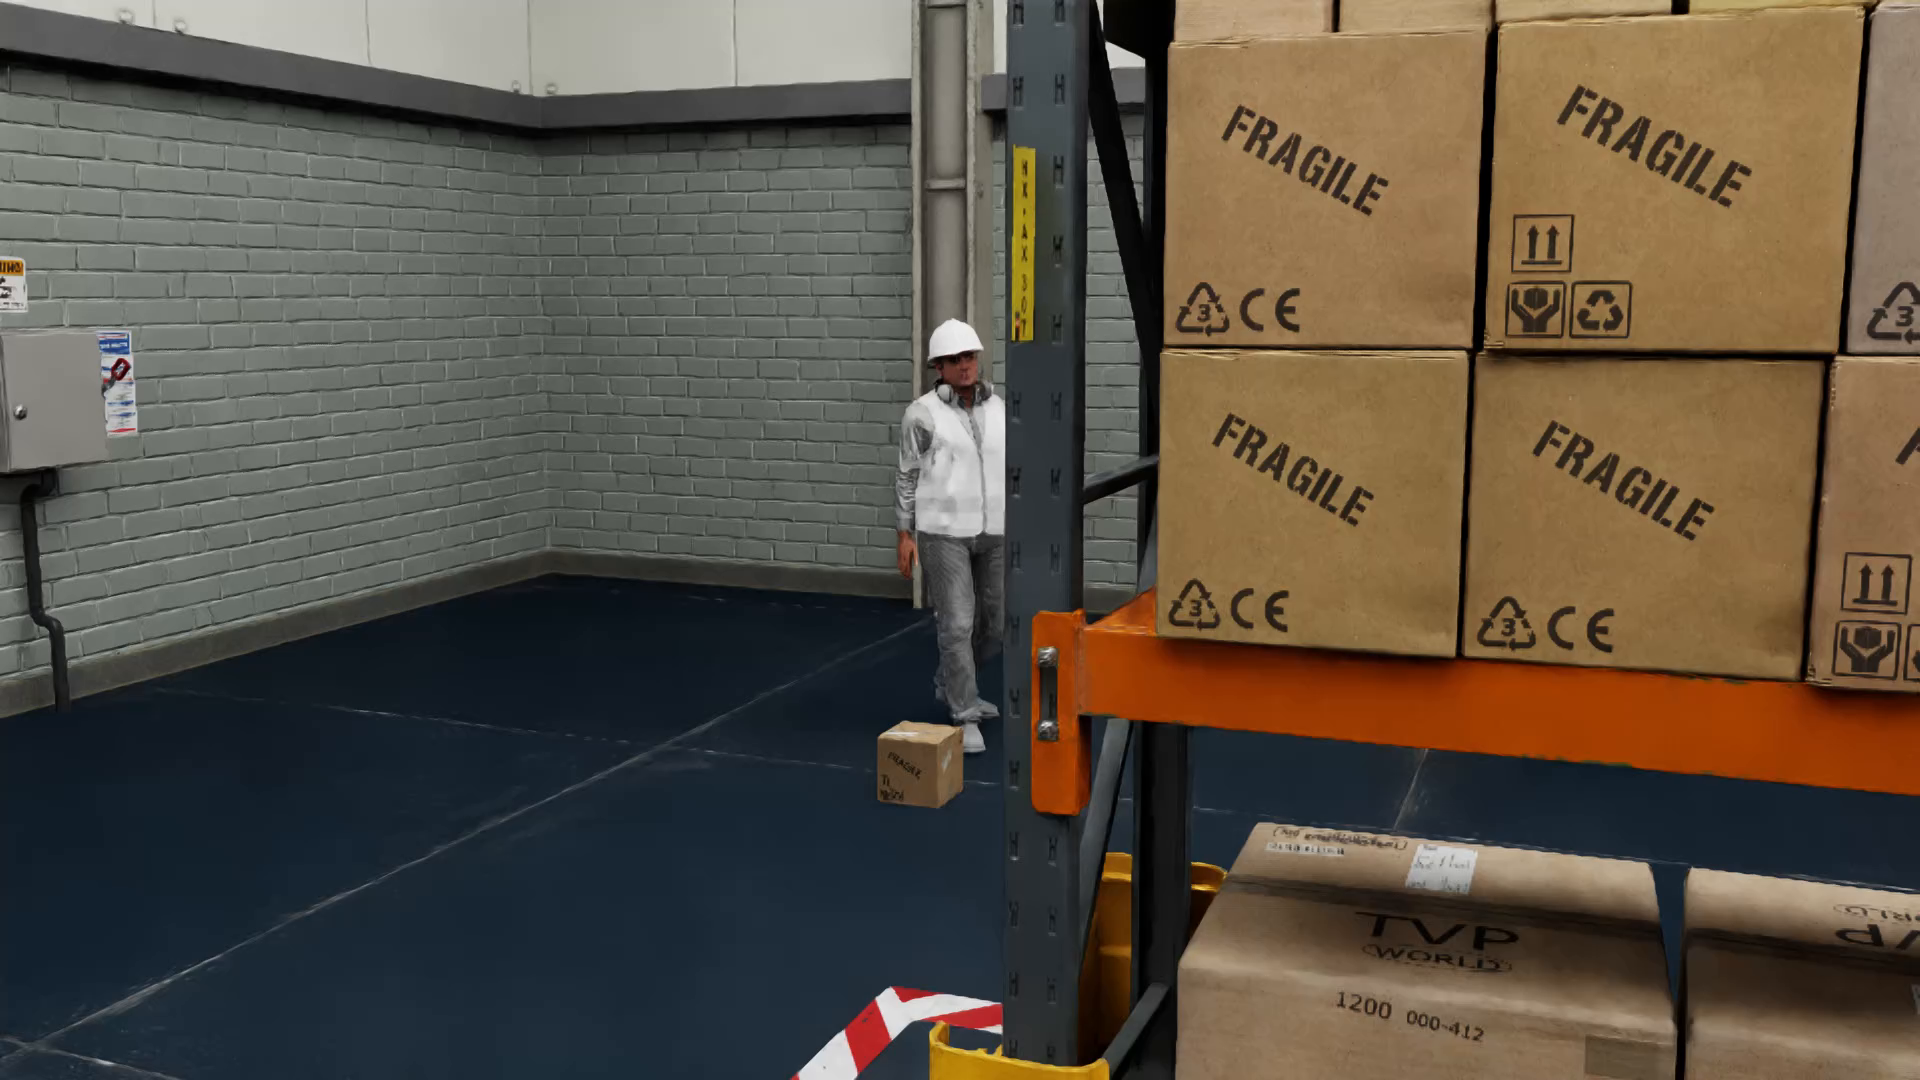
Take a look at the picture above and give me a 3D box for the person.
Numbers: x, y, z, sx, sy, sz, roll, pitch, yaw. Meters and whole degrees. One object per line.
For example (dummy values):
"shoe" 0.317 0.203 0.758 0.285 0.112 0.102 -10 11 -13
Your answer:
"person" 0.013 -0.037 6.990 0.586 1.769 0.624 -5 10 -28
